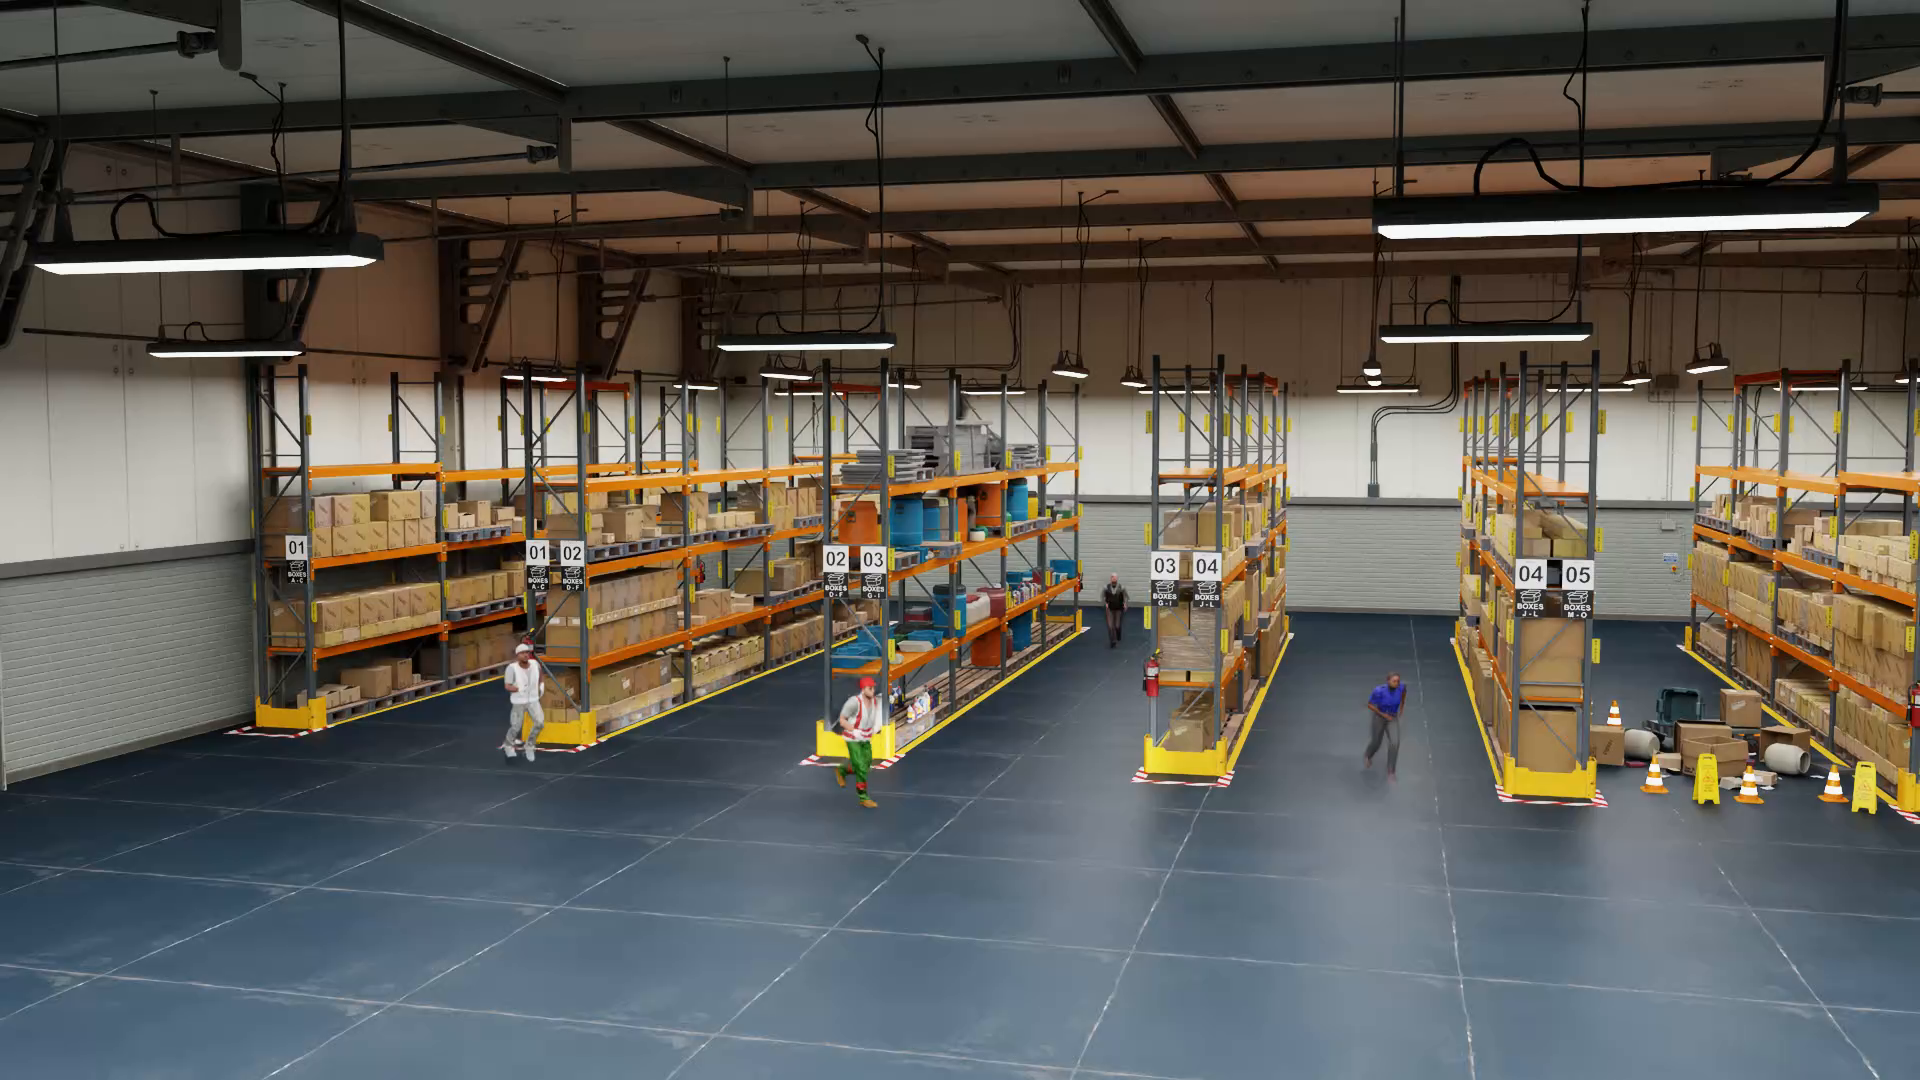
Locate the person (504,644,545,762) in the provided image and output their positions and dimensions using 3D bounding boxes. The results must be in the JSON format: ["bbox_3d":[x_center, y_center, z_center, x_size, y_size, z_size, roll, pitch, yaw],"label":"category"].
[{"bbox_3d":[-6.433,2.409,24.657,0.700,1.766,0.871,-3,5,-36],"label":"person"}]

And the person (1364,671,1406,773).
[{"bbox_3d":[6.018,2.533,23.629,0.617,1.452,0.923,-1,4,-12],"label":"person"}]

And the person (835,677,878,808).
[{"bbox_3d":[-1.388,2.637,21.917,0.645,1.732,0.826,-4,5,-42],"label":"person"}]

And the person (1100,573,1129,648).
[{"bbox_3d":[3.481,1.586,37.524,0.661,1.682,0.585,1,4,9],"label":"person"}]
